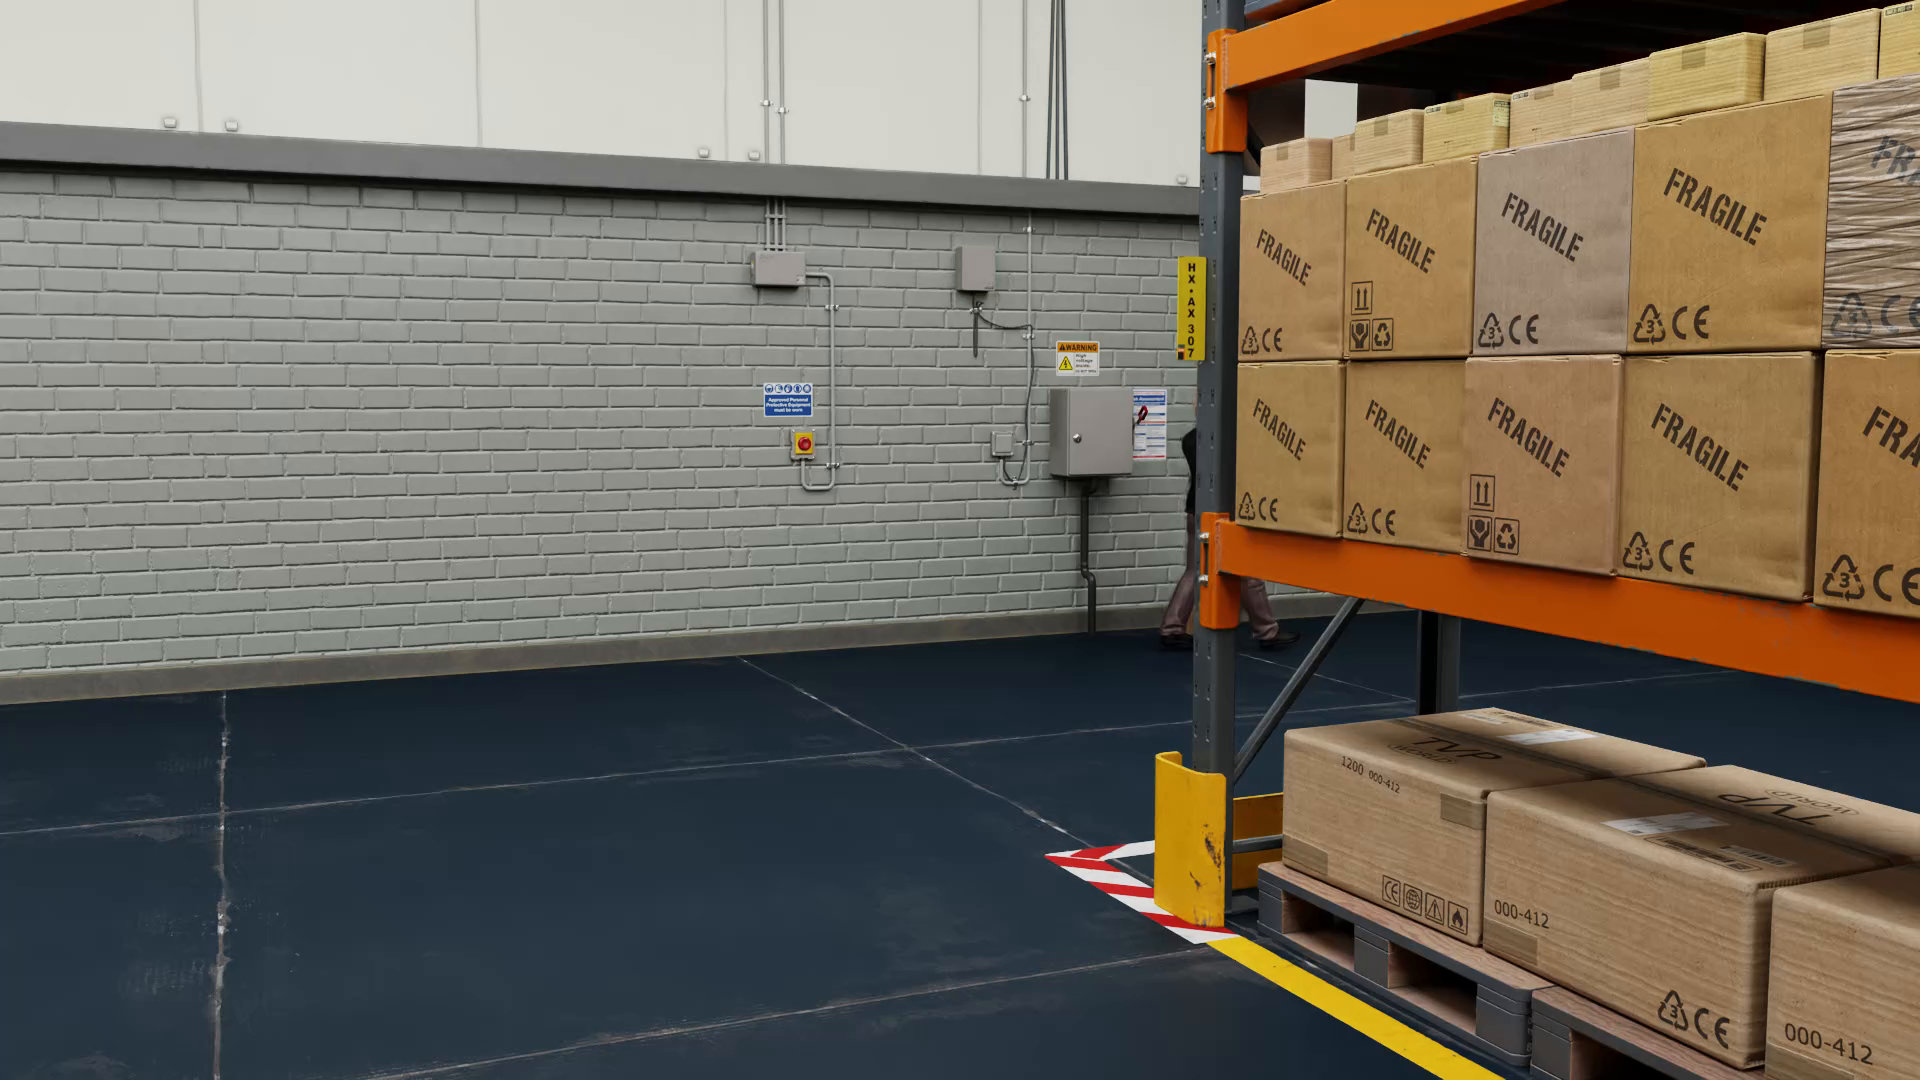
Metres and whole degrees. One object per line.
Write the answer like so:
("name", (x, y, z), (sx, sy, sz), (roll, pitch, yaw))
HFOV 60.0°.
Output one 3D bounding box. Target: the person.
("person", (1.748, -0.137, 10.830), (0.923, 1.679, 0.542), (-2, 6, -24))
